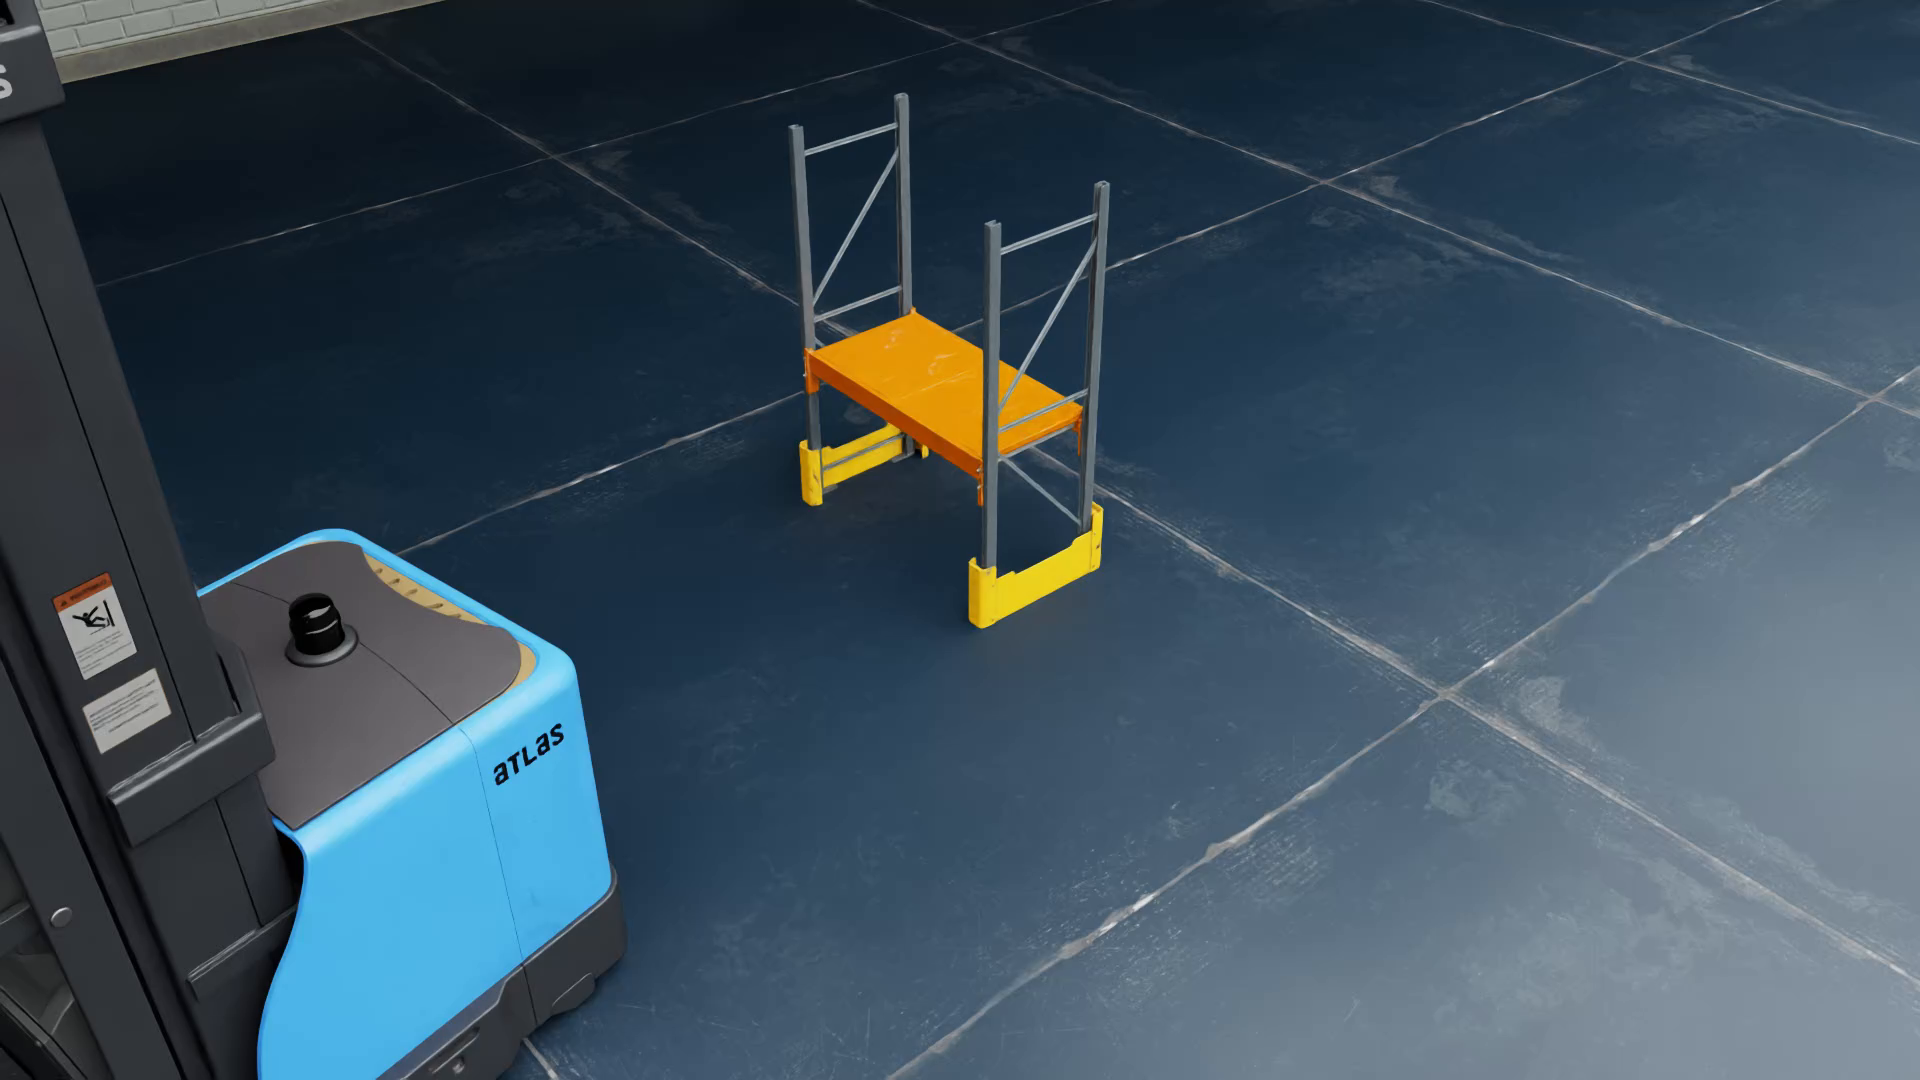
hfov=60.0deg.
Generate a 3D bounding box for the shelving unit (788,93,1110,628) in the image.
[{"bbox_3d":[-0.049,-0.646,5.864,0.587,1.500,1.083,-26,43,-32],"label":"shelving unit"}]

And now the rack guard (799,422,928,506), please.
[{"bbox_3d":[-0.371,-0.356,6.536,0.587,0.250,0.087,-26,43,-32],"label":"rack guard"}]

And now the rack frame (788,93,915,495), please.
[{"bbox_3d":[-0.383,-0.874,6.187,0.500,1.500,0.032,-26,43,-32],"label":"rack frame"}]

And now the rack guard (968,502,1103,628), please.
[{"bbox_3d":[0.272,0.084,5.915,0.587,0.250,0.087,-26,43,-32],"label":"rack guard"}]

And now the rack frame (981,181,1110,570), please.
[{"bbox_3d":[0.273,-0.425,5.553,0.500,1.500,0.032,-26,43,-32],"label":"rack frame"}]

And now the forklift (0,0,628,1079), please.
[{"bbox_3d":[-2.207,0.470,3.051,1.130,2.935,3.031,24,42,30],"label":"forklift"}]

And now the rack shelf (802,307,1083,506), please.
[{"bbox_3d":[-0.055,-0.503,5.974,0.538,0.185,1.000,-26,43,-32],"label":"rack shelf"}]
